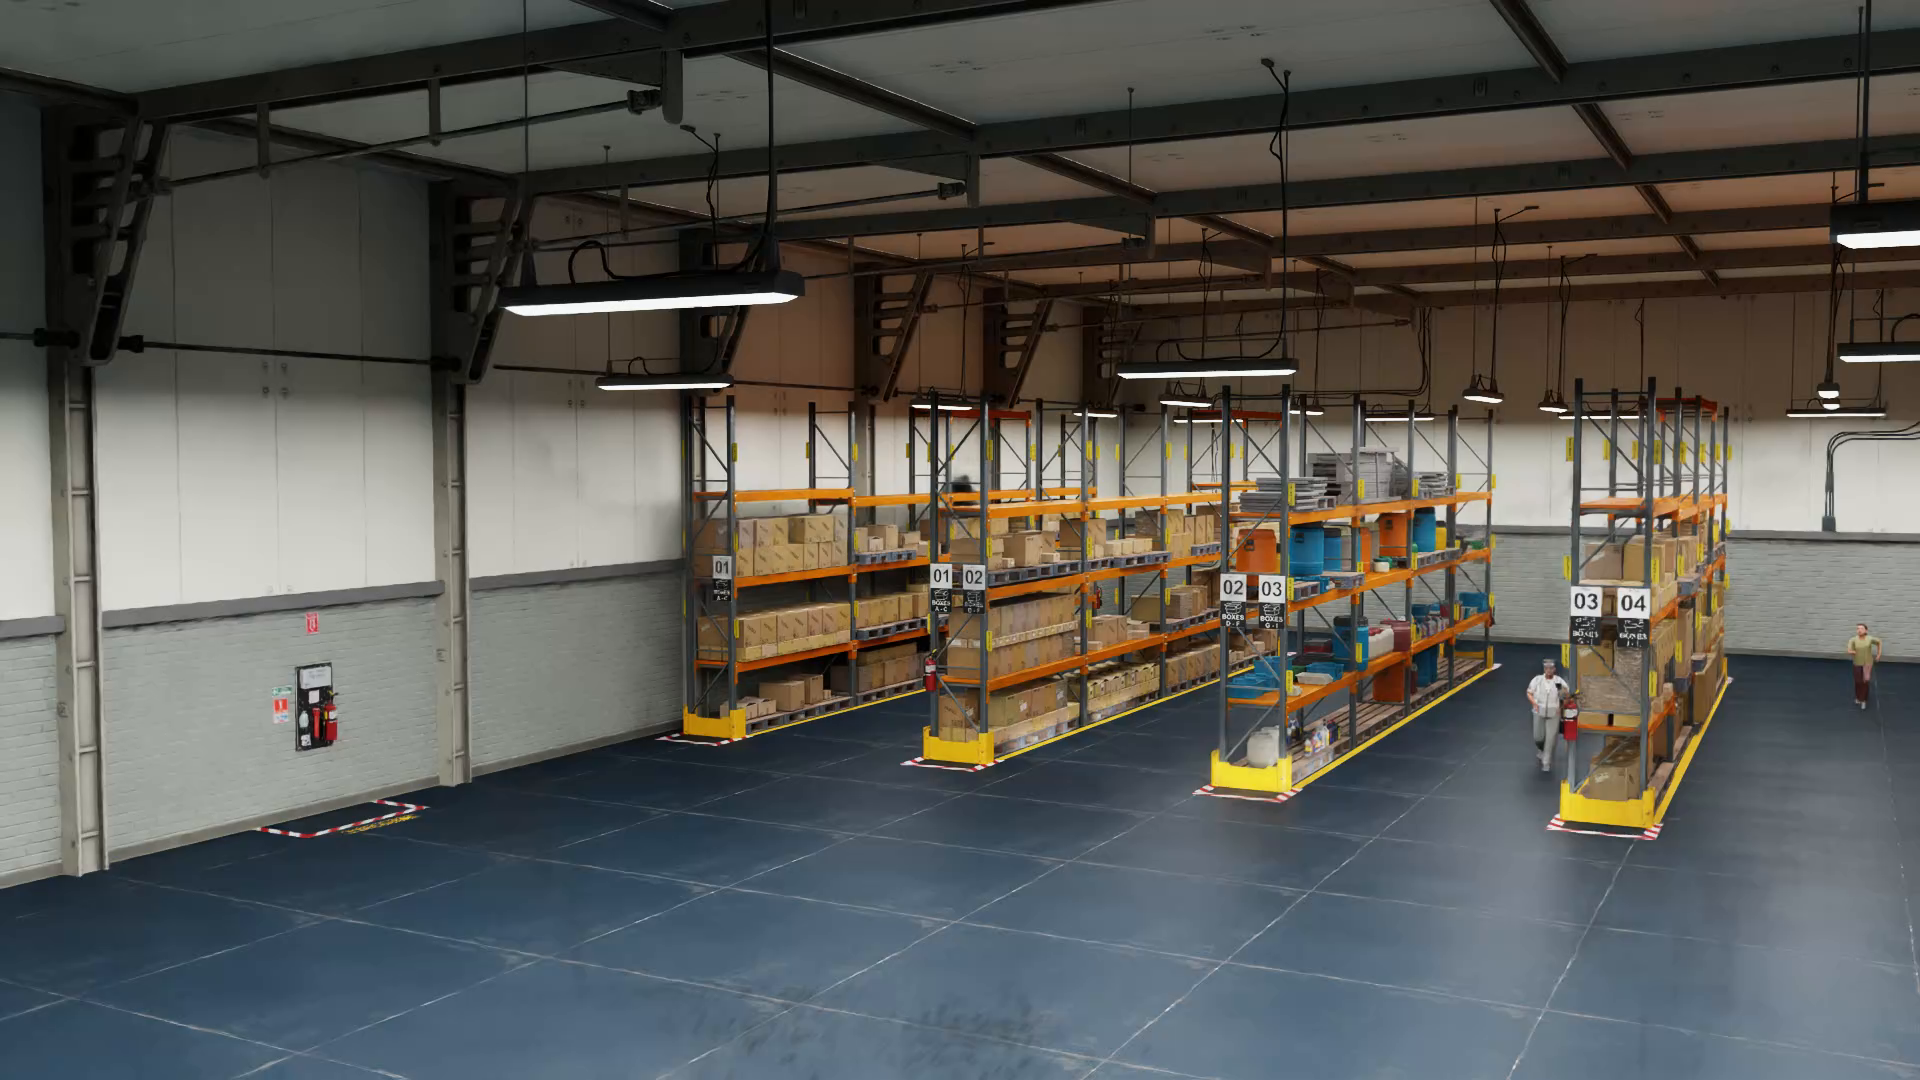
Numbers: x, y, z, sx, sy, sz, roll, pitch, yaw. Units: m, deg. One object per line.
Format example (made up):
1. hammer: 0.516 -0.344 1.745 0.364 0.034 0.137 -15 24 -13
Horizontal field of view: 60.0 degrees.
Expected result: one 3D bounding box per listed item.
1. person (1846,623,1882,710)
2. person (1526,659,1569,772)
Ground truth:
1. person: 17.638 2.458 32.470 0.582 1.672 0.843 2 4 36
2. person: 9.300 2.737 26.298 0.660 1.755 0.772 1 3 20
